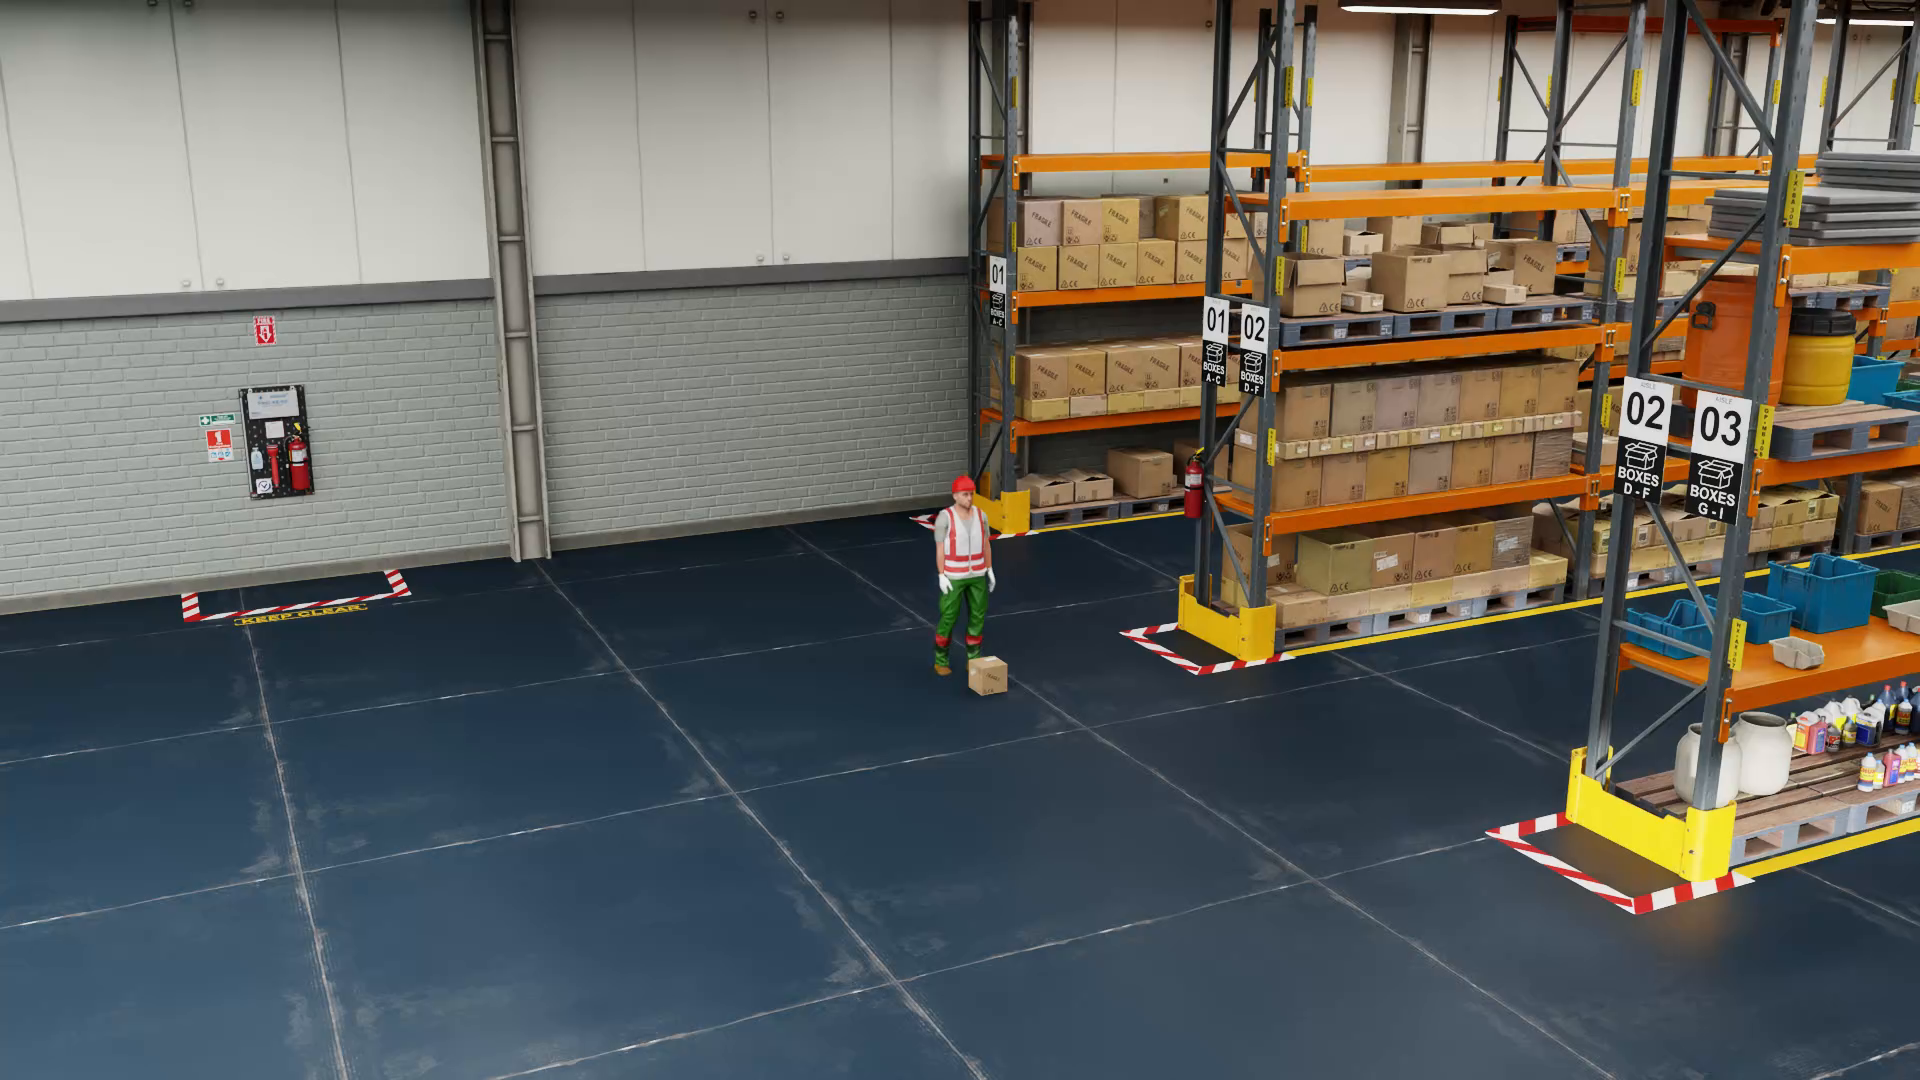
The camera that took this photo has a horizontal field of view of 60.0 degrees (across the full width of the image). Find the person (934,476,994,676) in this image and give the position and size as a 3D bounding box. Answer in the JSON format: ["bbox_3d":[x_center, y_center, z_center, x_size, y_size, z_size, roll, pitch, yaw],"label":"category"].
[{"bbox_3d":[0.049,0.343,14.630,0.531,1.842,0.389,-7,17,-24],"label":"person"}]
